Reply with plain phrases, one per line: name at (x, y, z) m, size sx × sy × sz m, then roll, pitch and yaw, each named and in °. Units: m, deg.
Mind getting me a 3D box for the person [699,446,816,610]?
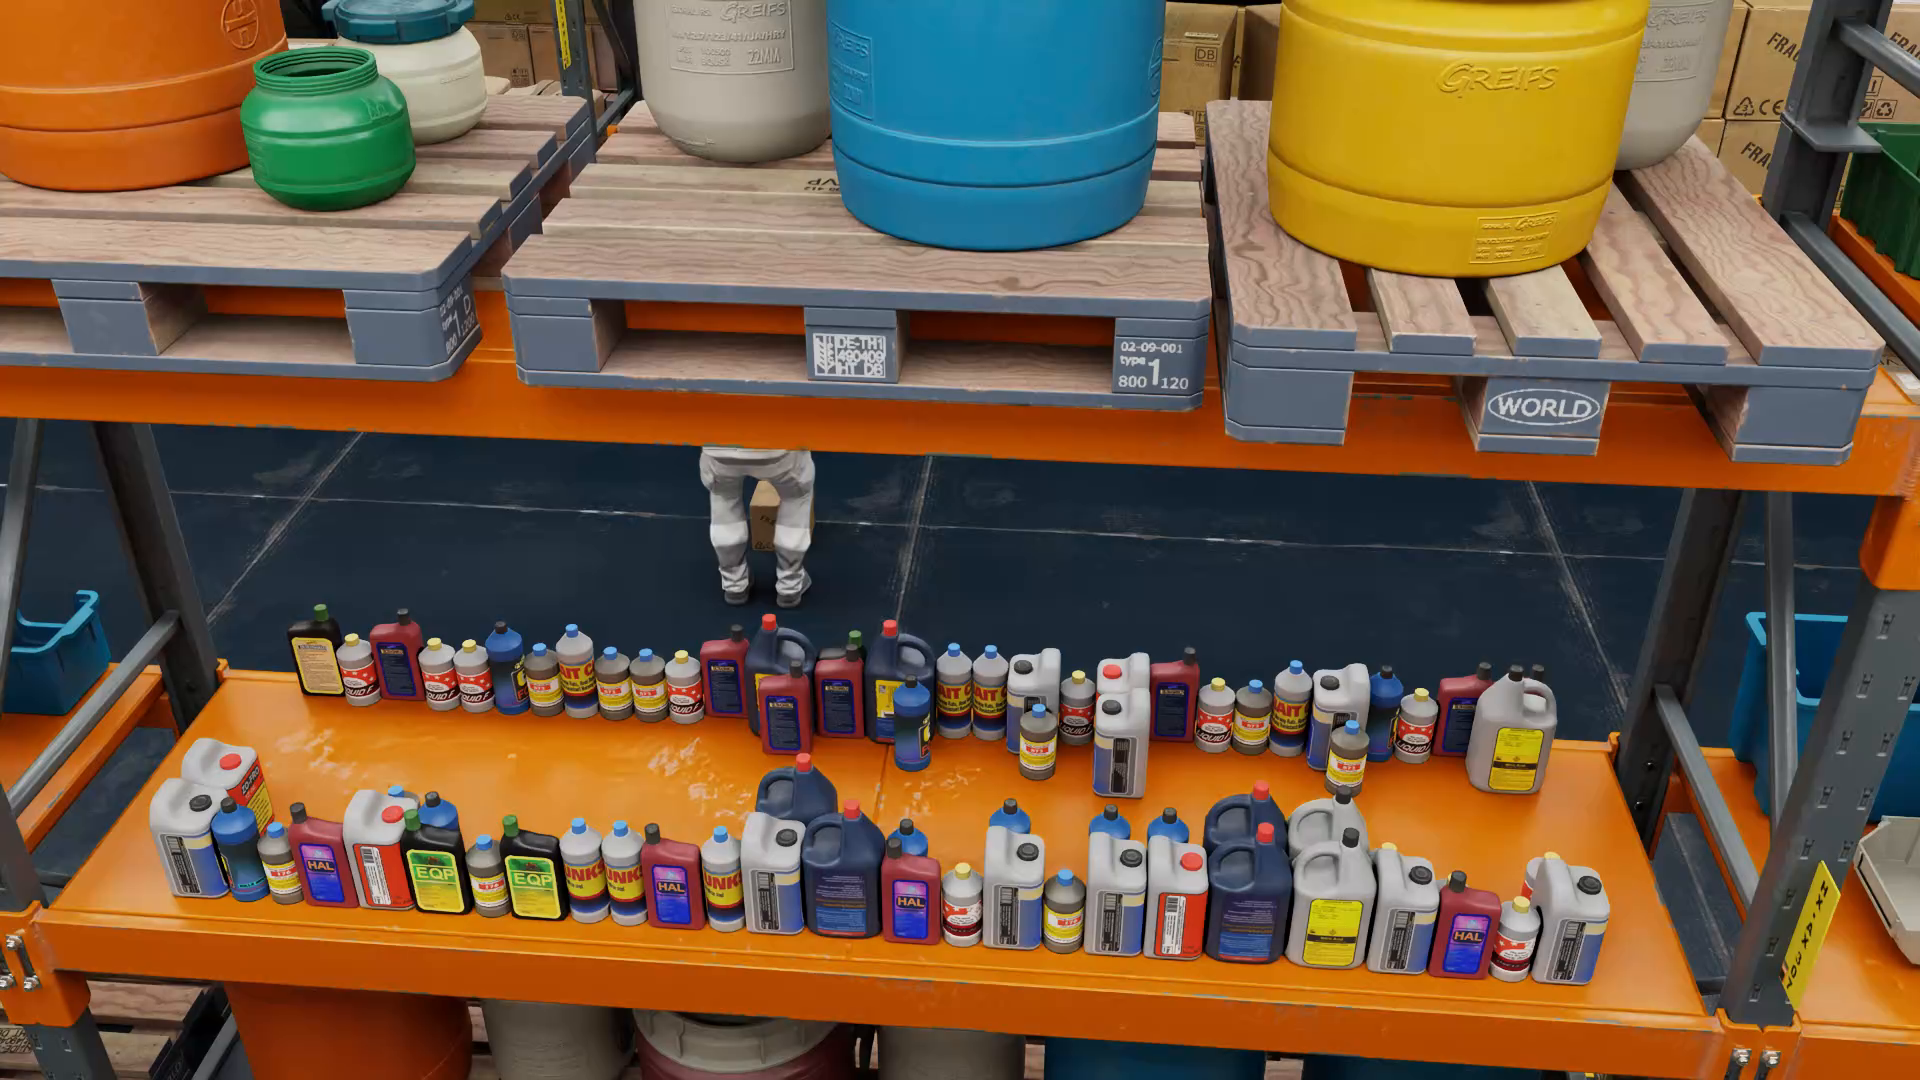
person at (-0.901, -0.473, 7.058) m, size 0.572 × 1.604 × 0.625 m, roll 3°, pitch 32°, yaw 5°
